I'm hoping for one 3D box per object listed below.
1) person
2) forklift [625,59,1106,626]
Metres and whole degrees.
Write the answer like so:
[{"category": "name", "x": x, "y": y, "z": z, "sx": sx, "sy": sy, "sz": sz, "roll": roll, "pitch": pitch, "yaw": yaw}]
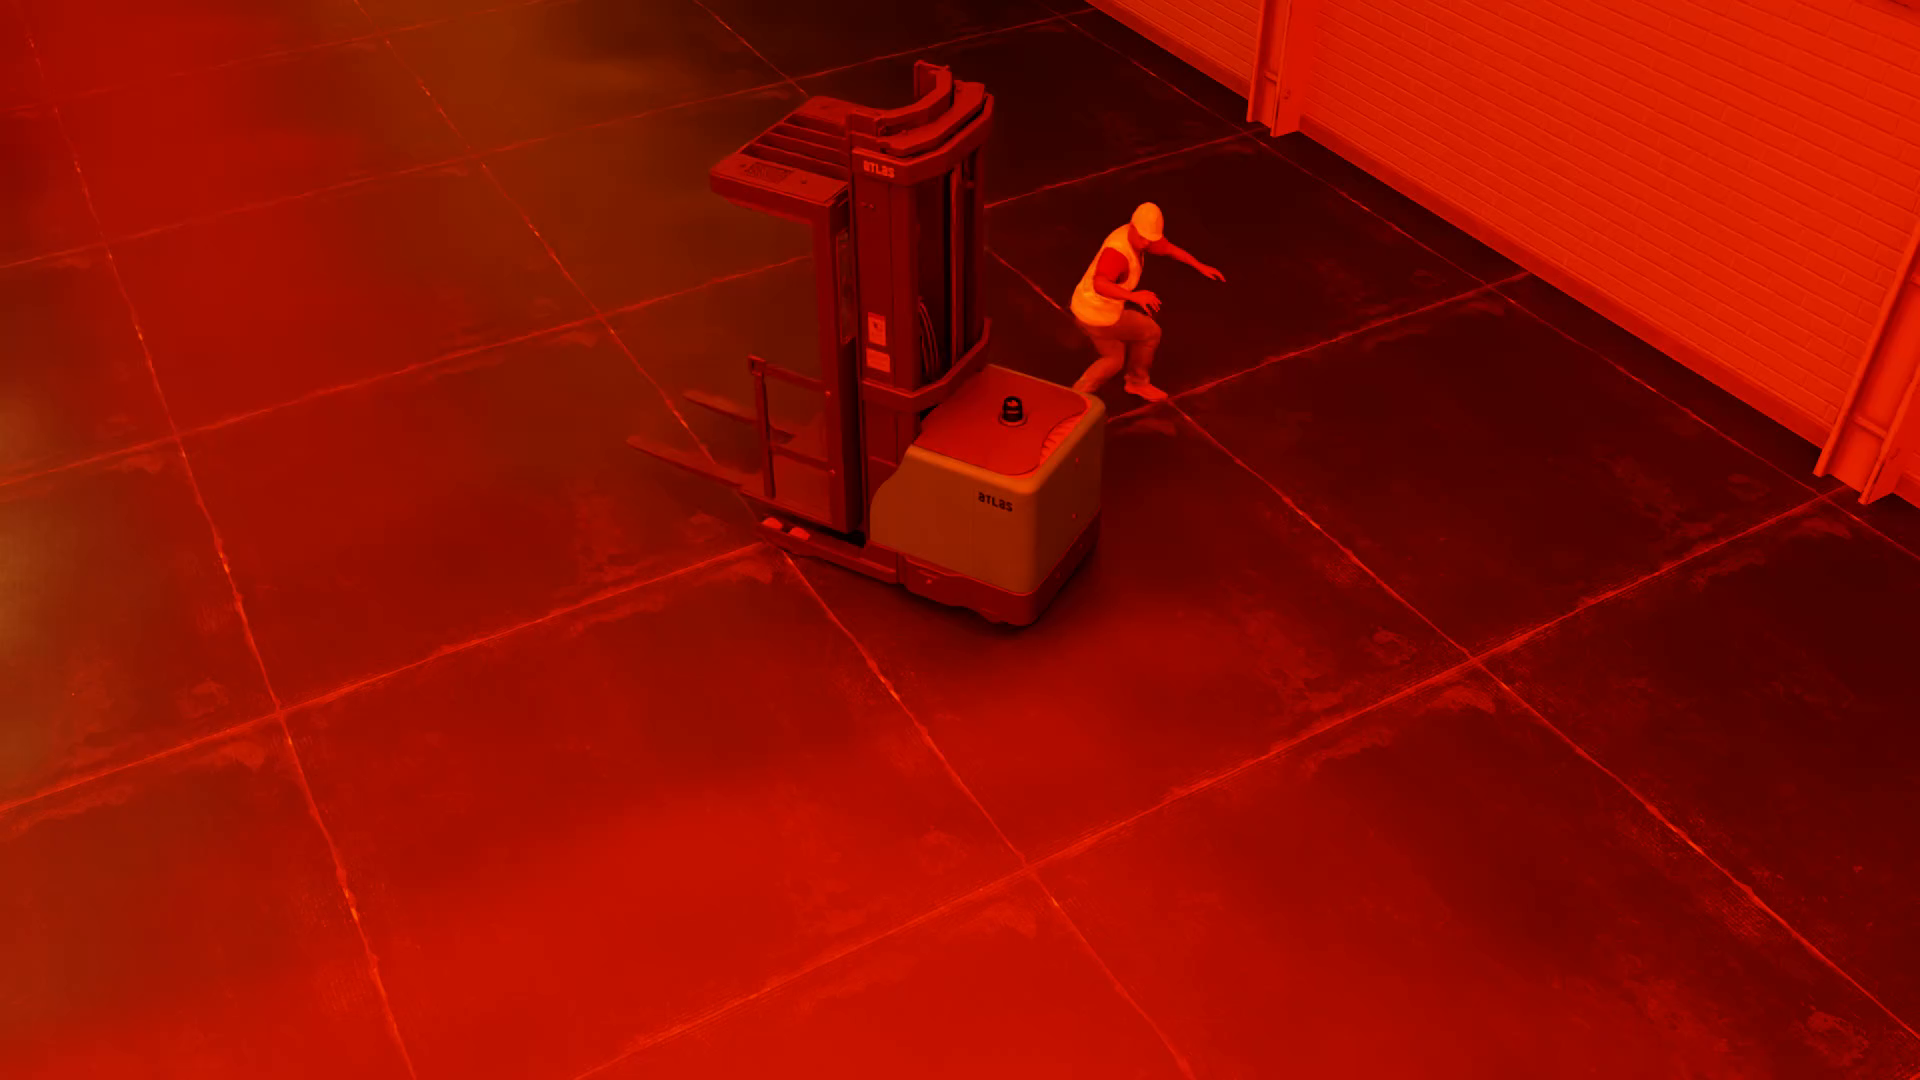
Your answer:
[{"category": "person", "x": 1.235, "y": -1.472, "z": 10.947, "sx": 1.155, "sy": 1.518, "sz": 0.911, "roll": -7, "pitch": 40, "yaw": -8}, {"category": "forklift", "x": -0.680, "y": -1.312, "z": 9.618, "sx": 3.031, "sy": 2.935, "sz": 1.130, "roll": 19, "pitch": 43, "yaw": 22}]
